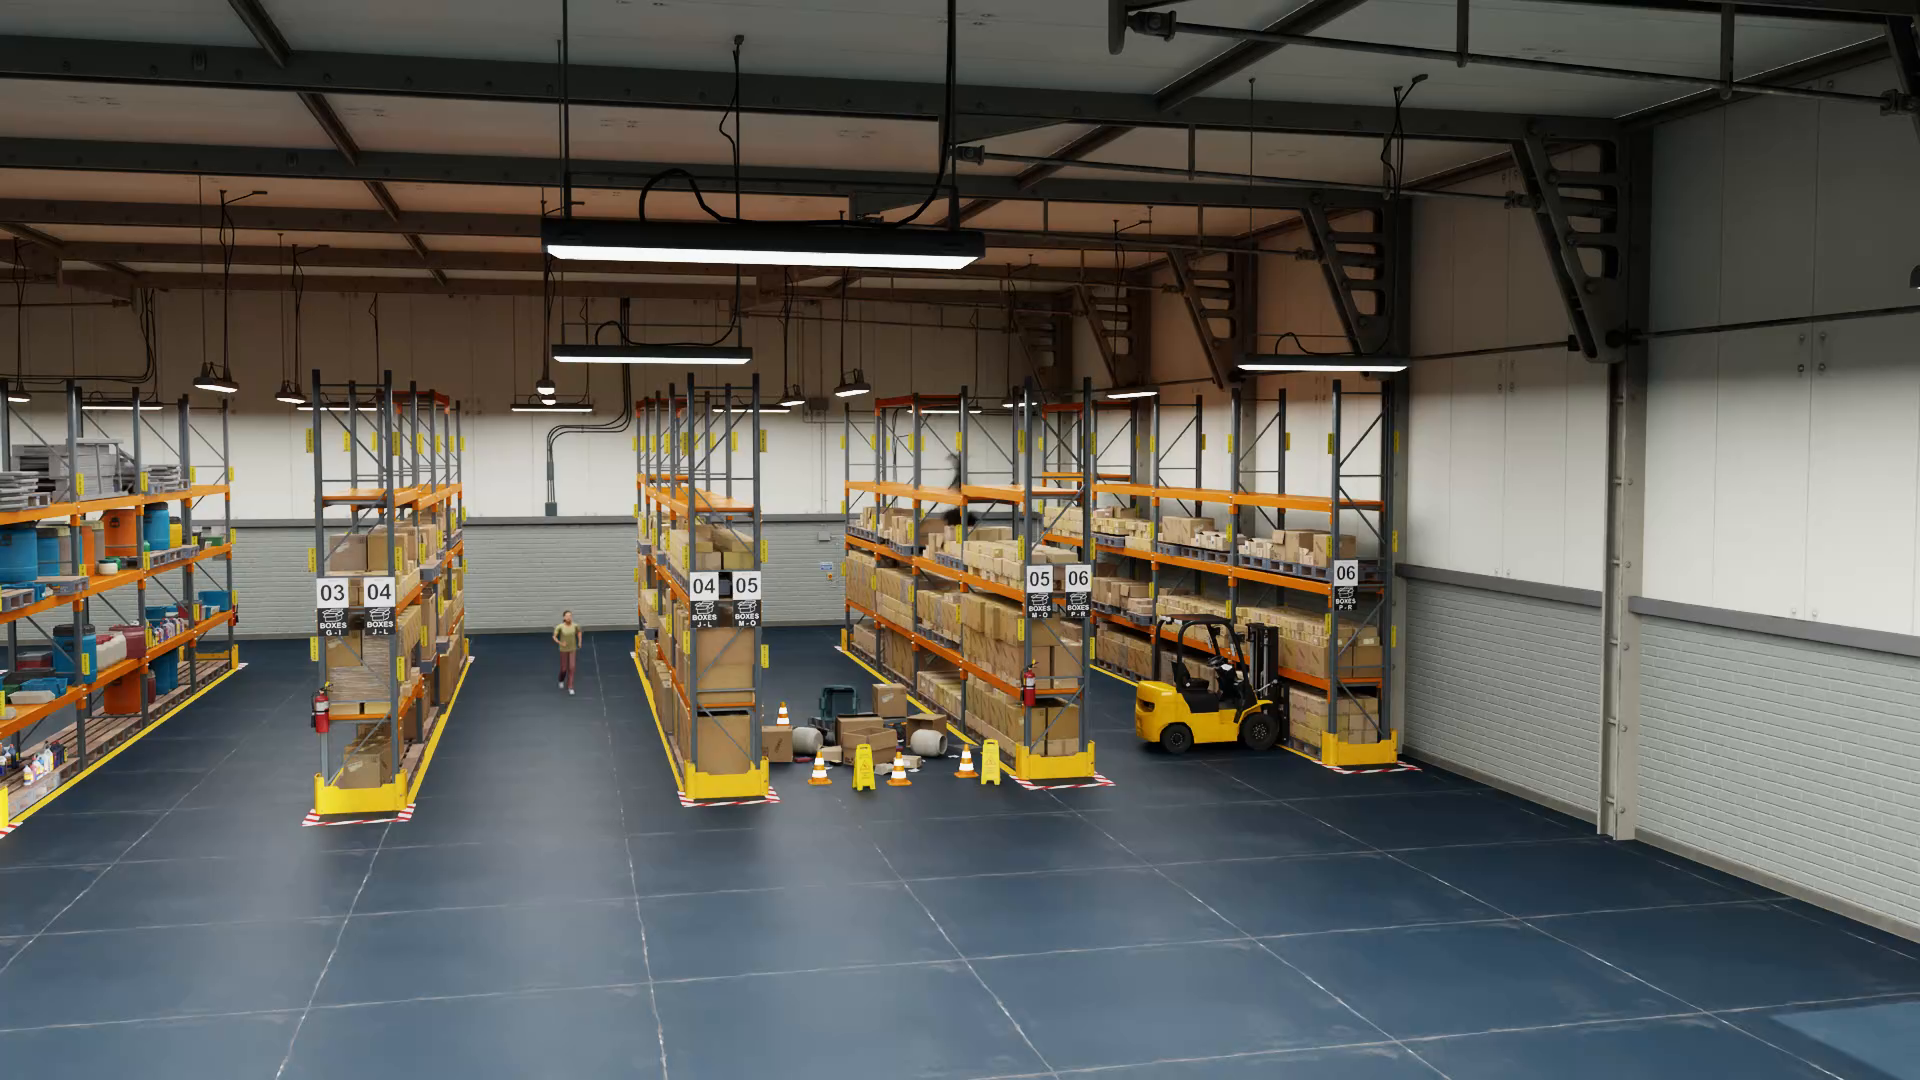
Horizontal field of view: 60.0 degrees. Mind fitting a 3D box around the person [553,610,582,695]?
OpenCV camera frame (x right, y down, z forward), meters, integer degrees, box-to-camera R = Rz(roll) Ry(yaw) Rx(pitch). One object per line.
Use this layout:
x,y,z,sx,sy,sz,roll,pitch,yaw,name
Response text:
-7.902,2.243,33.503,0.598,1.670,0.794,-2,4,-25,person
